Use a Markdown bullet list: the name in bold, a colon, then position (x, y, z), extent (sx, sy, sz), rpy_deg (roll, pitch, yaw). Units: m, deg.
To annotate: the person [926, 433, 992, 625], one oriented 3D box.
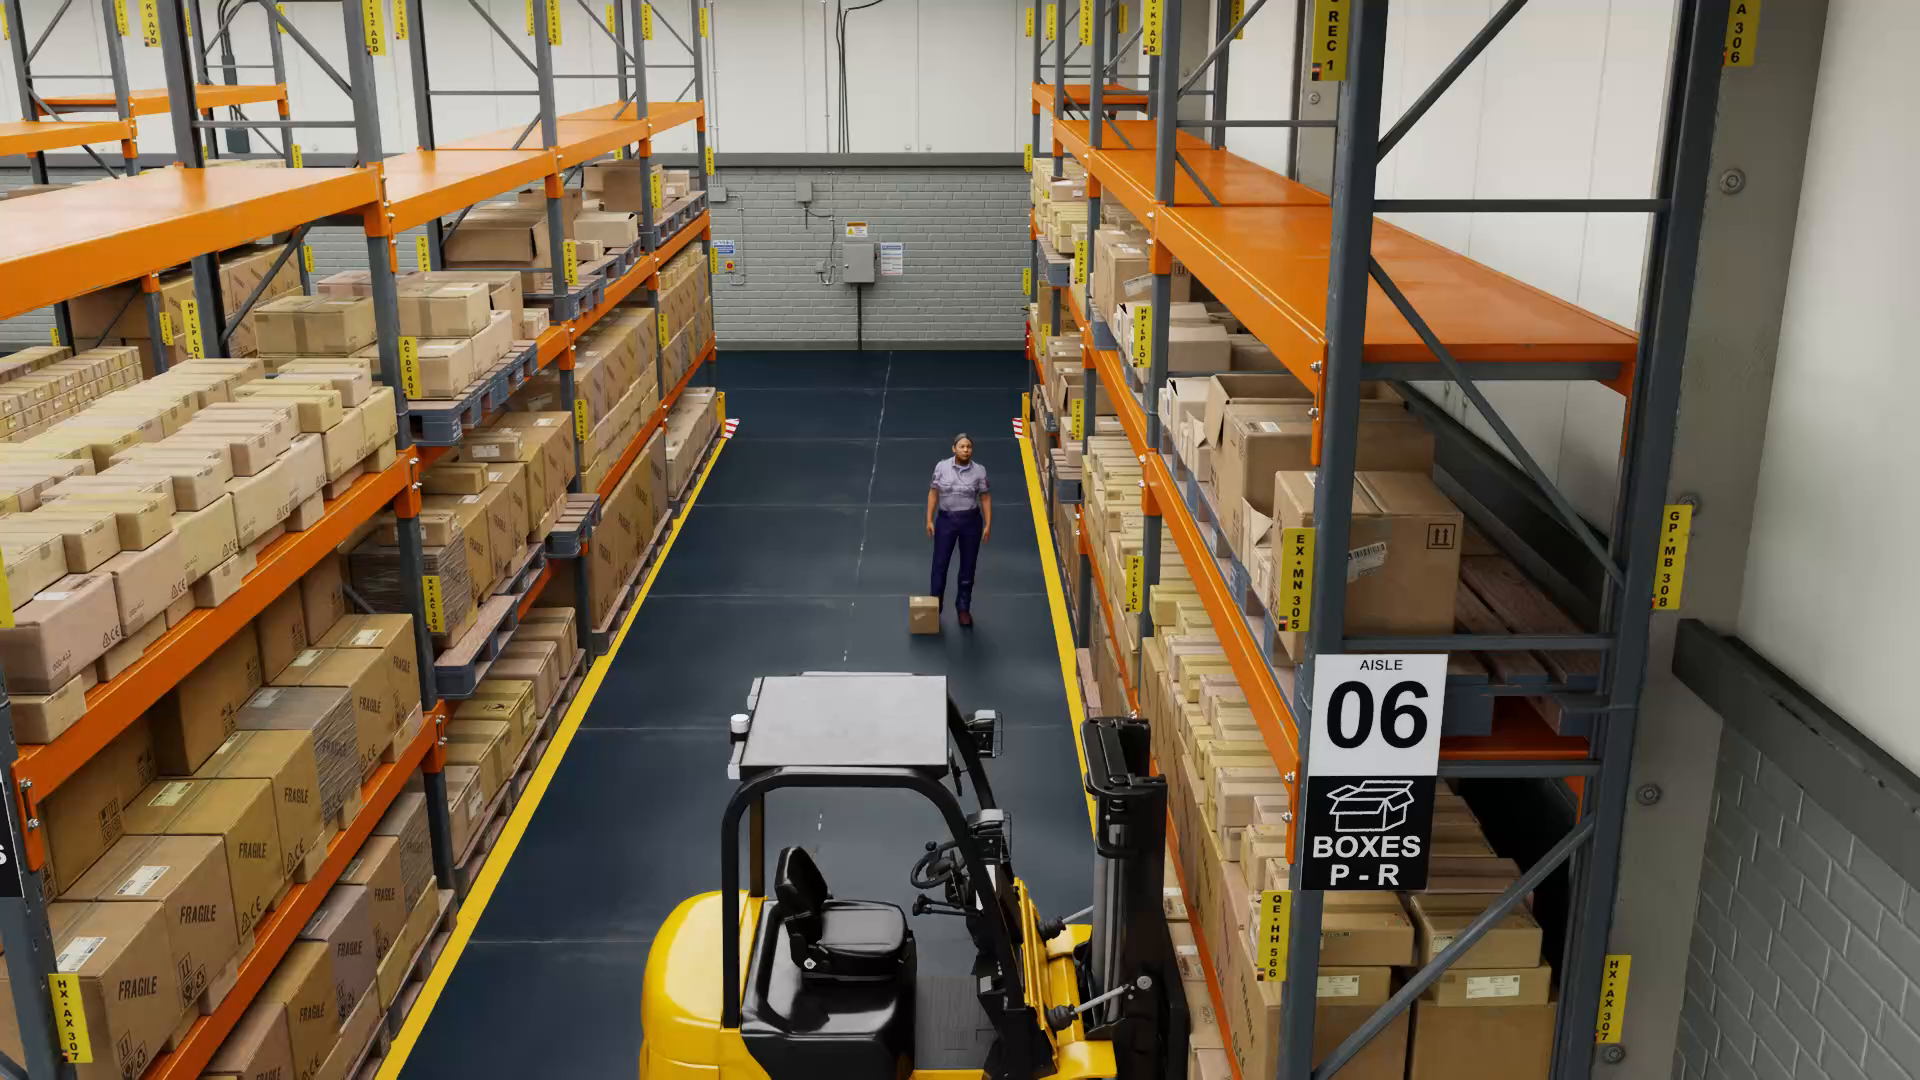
- **person**: position (-0.025, -0.080, 14.298), extent (0.598, 1.651, 0.502), rpy_deg (0, 17, -1)
